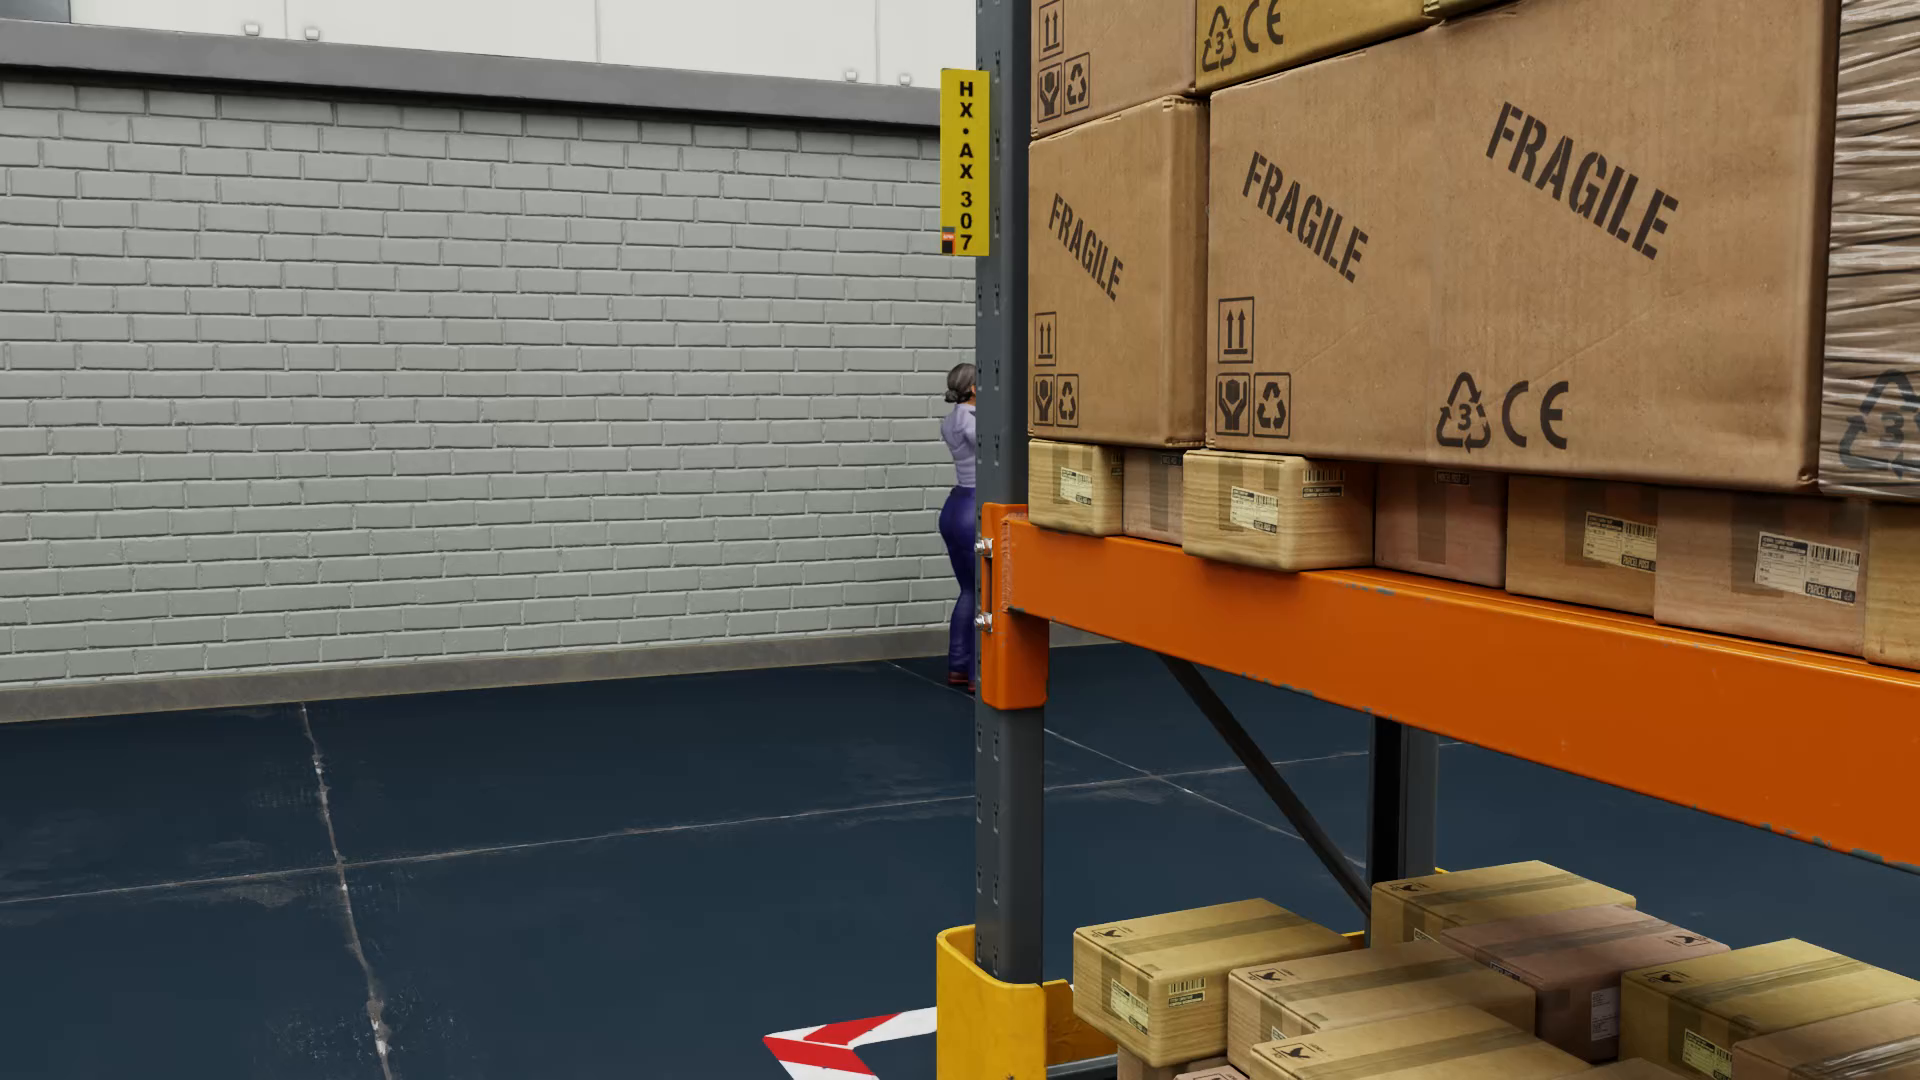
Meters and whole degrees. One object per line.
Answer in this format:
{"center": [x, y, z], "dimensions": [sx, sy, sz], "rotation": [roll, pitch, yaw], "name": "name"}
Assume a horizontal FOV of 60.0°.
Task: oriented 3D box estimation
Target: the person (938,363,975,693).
{"center": [0.165, -0.027, 8.363], "dimensions": [0.513, 1.549, 0.452], "rotation": [-2, 6, -24], "name": "person"}
